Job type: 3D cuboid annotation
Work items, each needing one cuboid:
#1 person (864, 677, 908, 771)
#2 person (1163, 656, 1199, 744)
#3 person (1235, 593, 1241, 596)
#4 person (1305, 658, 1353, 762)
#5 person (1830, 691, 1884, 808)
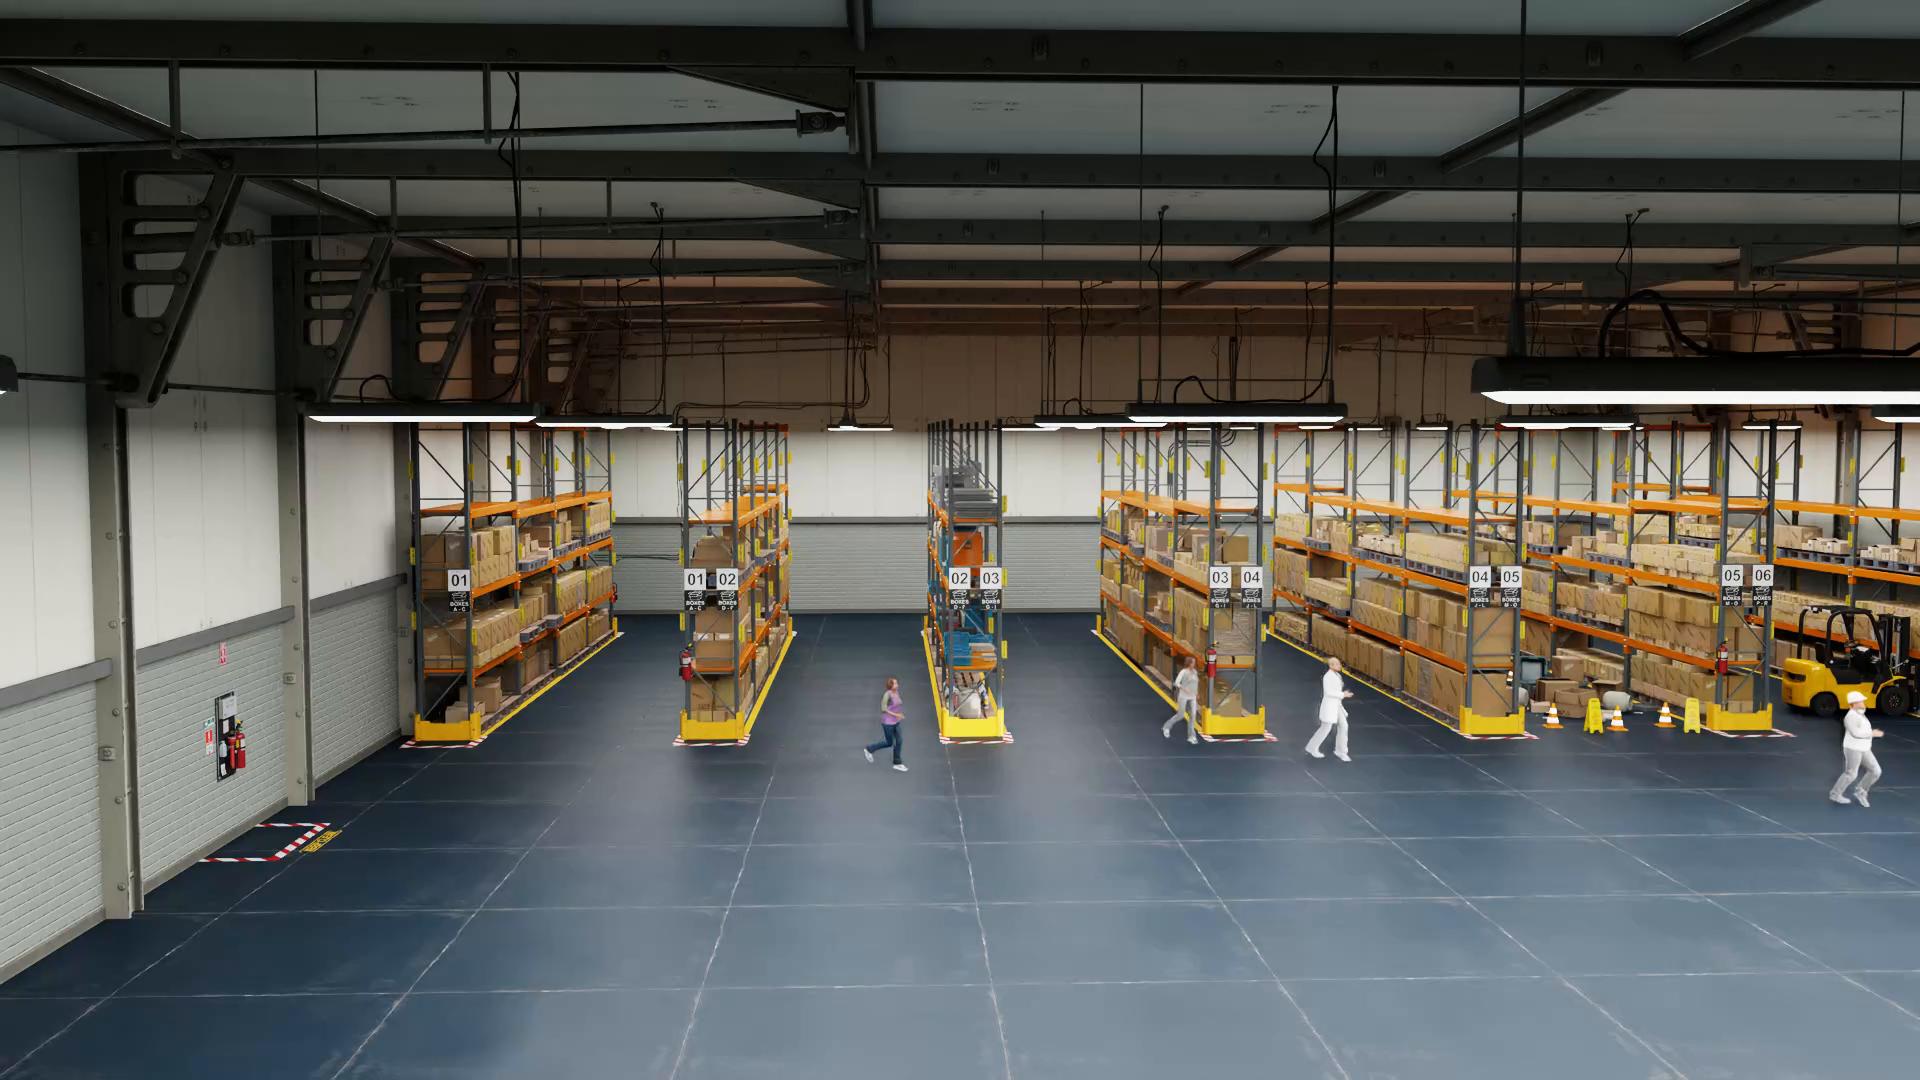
[{"bbox_3d":[-1.228,3.129,28.358,0.782,1.594,0.547,2,4,25],"label":"person"},{"bbox_3d":[4.245,2.949,30.865,0.605,1.568,0.850,-2,4,-33],"label":"person"},{"bbox_3d":[7.723,1.920,47.199,0.700,1.598,0.512,1,4,20],"label":"person"},{"bbox_3d":[6.485,2.980,29.125,0.850,1.863,0.732,2,4,32],"label":"person"},{"bbox_3d":[13.735,3.214,25.433,0.625,1.806,0.721,-4,5,-44],"label":"person"}]
